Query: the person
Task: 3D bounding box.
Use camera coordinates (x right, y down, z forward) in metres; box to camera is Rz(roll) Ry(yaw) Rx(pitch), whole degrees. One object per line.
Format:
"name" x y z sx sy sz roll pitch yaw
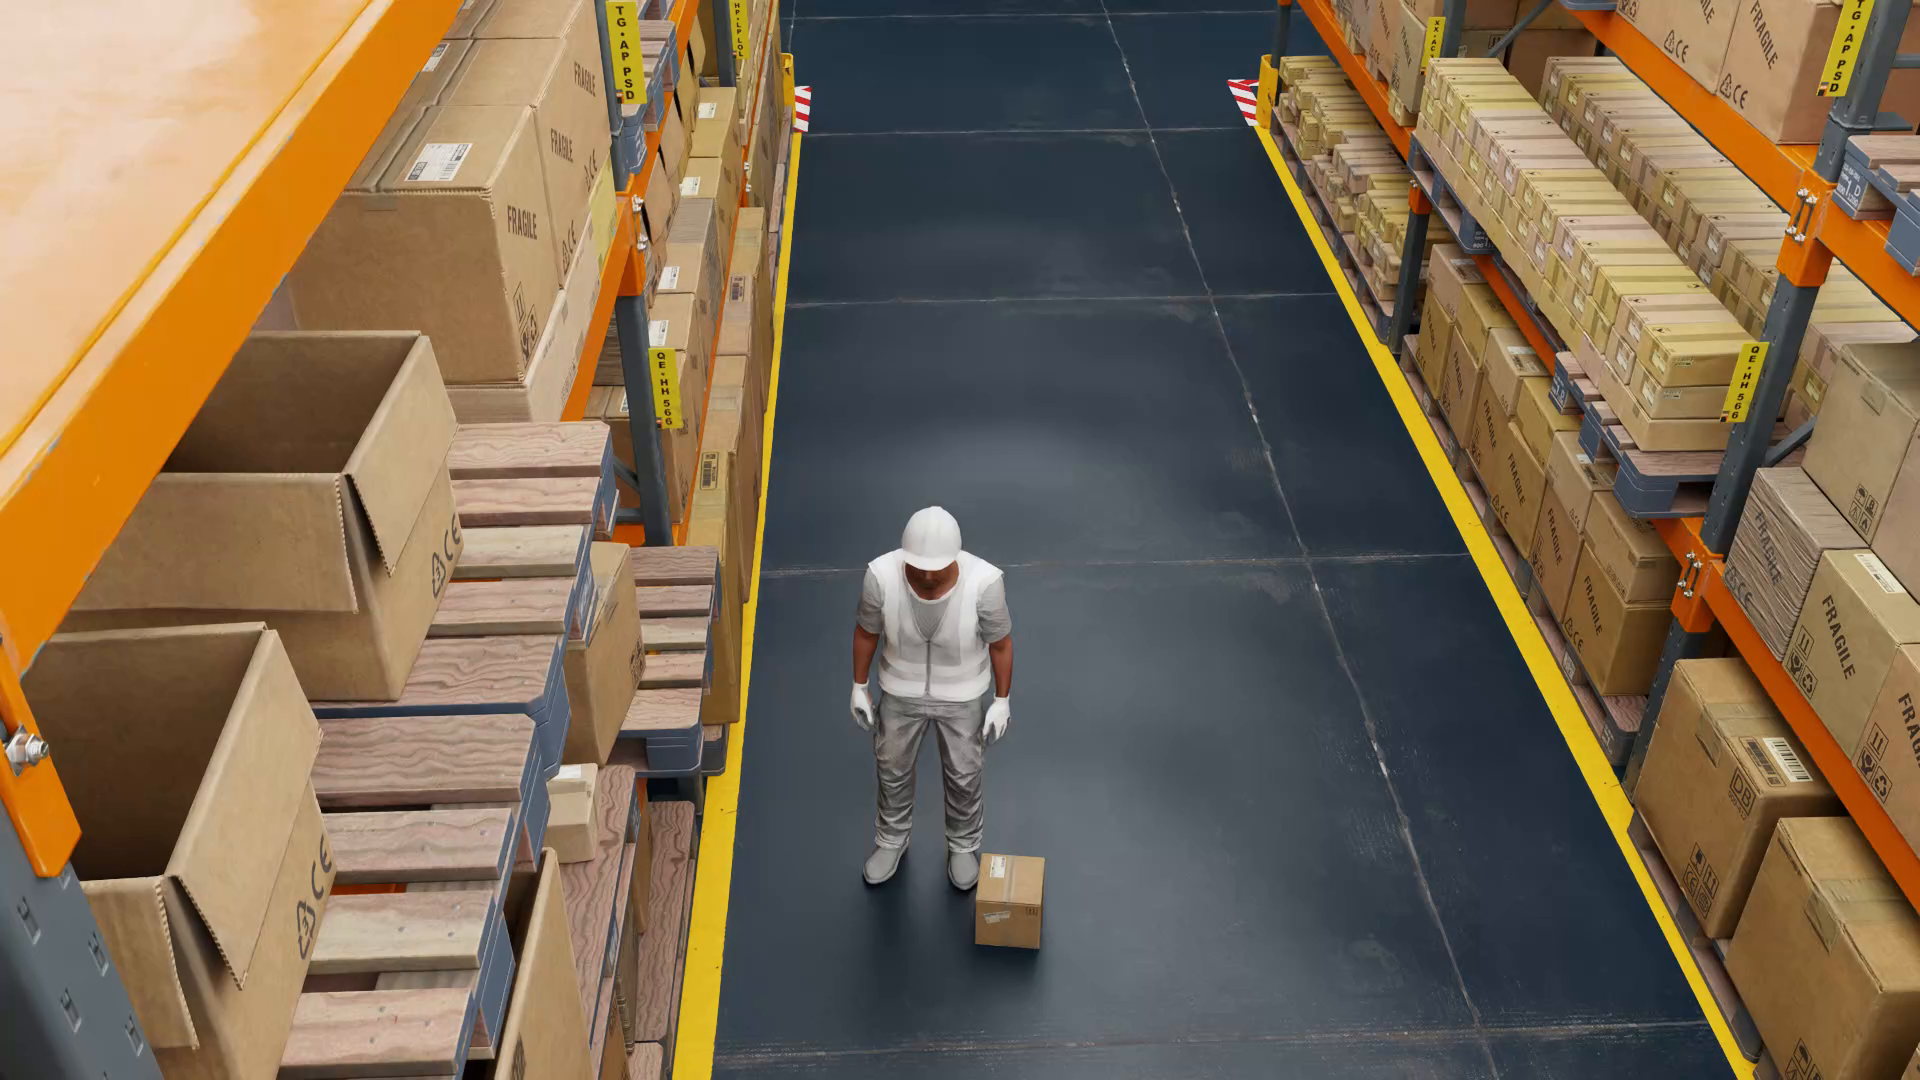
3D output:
"person" -0.111 0.593 6.336 0.619 1.775 0.446 4 35 6
